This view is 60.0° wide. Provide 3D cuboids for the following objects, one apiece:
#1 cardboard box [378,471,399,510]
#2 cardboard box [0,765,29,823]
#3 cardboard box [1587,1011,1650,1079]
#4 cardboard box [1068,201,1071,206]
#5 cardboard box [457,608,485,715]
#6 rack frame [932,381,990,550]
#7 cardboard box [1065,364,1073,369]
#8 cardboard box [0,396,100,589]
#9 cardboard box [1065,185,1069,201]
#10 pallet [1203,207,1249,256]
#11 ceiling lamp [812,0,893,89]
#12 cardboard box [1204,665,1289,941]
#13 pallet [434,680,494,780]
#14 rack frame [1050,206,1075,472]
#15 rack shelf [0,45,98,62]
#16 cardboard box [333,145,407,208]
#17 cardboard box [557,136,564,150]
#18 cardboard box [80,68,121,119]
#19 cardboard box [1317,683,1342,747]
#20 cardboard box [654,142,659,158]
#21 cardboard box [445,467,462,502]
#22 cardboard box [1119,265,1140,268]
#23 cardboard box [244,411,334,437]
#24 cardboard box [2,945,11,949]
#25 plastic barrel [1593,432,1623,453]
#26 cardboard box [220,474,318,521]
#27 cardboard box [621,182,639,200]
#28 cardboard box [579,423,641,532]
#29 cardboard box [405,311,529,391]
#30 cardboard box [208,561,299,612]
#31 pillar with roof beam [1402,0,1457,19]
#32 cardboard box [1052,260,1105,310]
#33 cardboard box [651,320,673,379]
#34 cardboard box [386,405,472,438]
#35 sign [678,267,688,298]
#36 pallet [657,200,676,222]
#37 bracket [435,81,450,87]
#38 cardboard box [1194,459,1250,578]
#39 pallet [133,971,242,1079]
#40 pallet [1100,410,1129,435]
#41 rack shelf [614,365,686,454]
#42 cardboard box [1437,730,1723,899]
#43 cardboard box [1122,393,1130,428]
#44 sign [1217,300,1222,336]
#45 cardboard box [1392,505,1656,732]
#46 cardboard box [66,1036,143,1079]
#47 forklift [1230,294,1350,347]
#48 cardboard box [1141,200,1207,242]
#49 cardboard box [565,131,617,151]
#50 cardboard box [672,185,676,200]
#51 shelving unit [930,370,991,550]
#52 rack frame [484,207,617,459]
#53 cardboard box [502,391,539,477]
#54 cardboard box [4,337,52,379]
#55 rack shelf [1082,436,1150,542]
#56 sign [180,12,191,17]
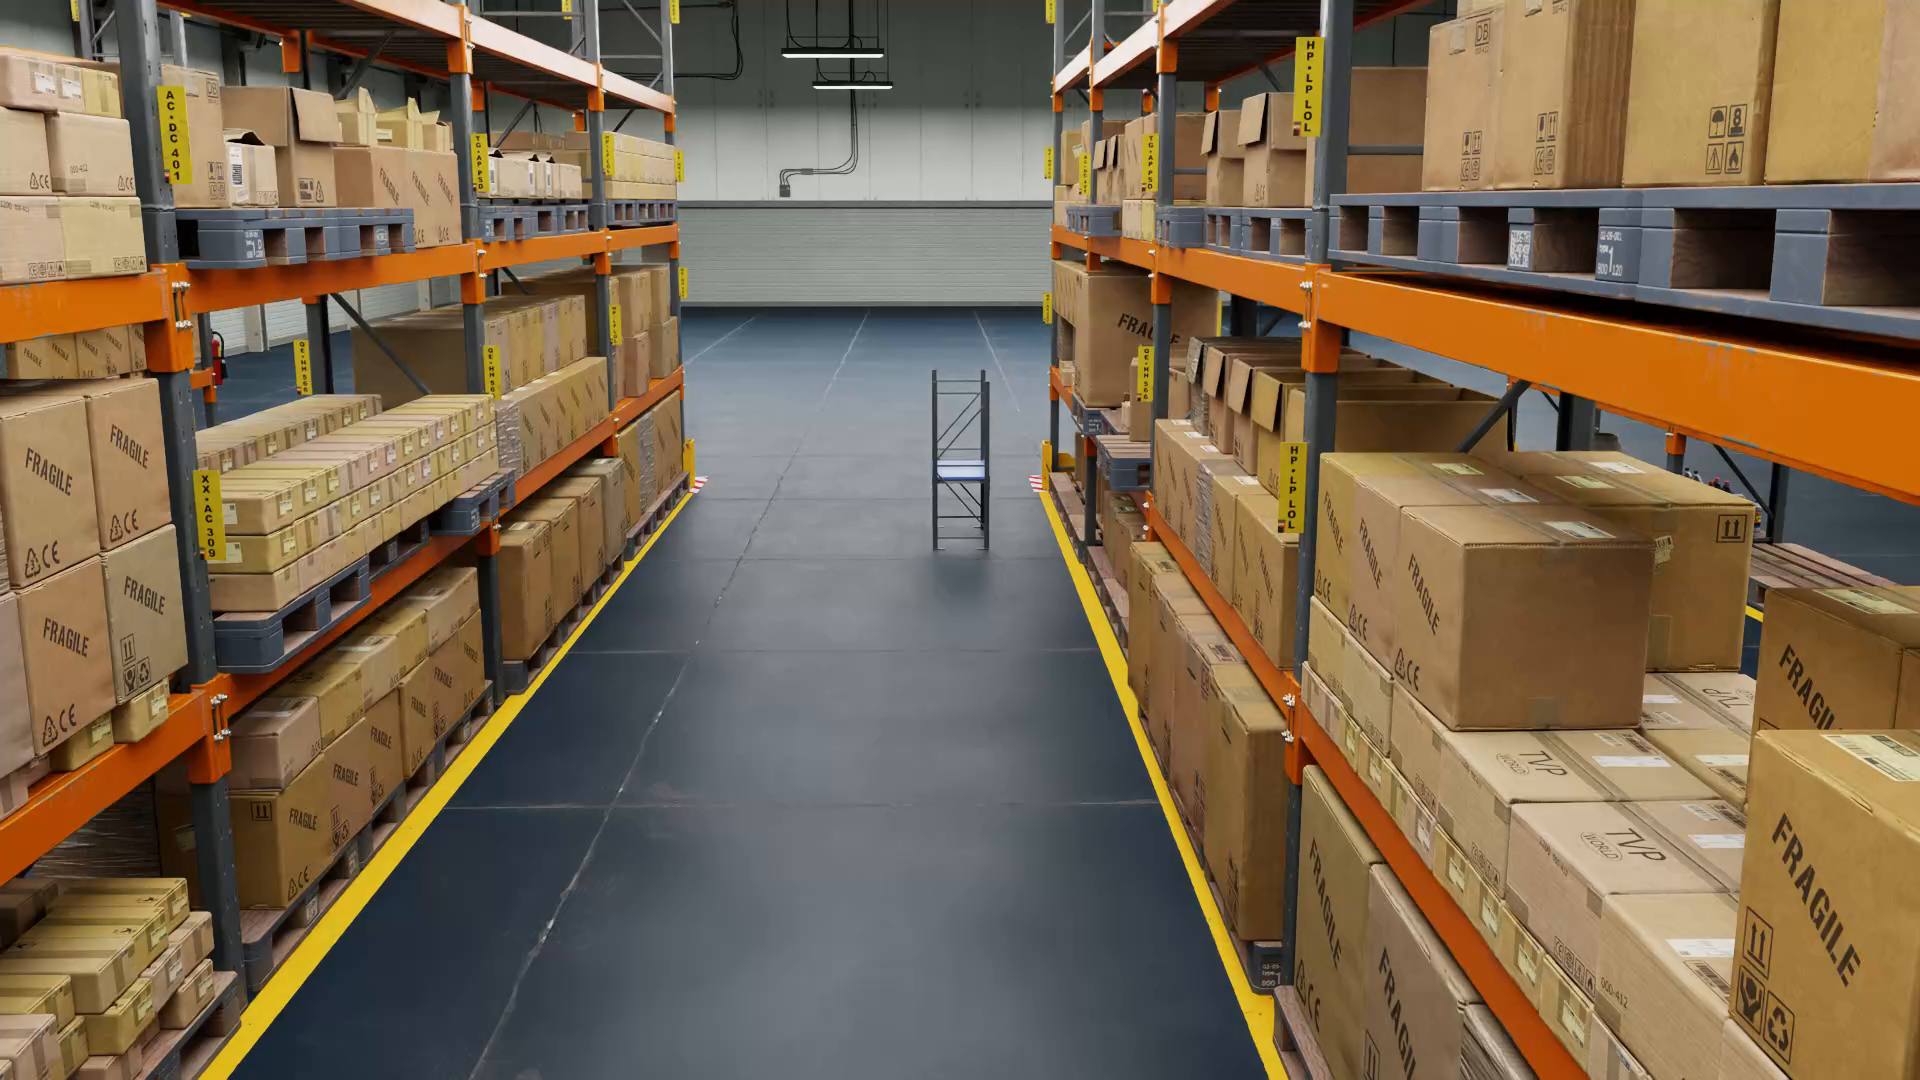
[{"bbox_3d":[-2.816,-0.230,7.664,0.380,0.149,0.250,0,11,-2],"label":"cardboard box"},{"bbox_3d":[-2.920,0.728,4.748,0.380,0.149,0.250,-1,11,-4],"label":"cardboard box"},{"bbox_3d":[1.456,1.037,3.226,0.380,0.149,0.250,0,11,0],"label":"cardboard box"},{"bbox_3d":[1.268,-3.041,15.528,0.500,0.250,0.500,0,11,1],"label":"cardboard box"},{"bbox_3d":[-3.043,0.694,9.517,0.500,0.500,0.500,0,11,-1],"label":"cardboard box"},{"bbox_3d":[0.009,-0.651,14.686,0.500,1.500,0.032,0,11,-1],"label":"rack frame"},{"bbox_3d":[1.245,-1.666,16.550,0.380,0.149,0.250,0,11,-1],"label":"cardboard box"},{"bbox_3d":[-2.940,-0.150,4.929,0.500,0.500,0.500,-1,11,-3],"label":"cardboard box"},{"bbox_3d":[1.224,-3.378,16.184,0.380,0.149,0.250,0,11,-1],"label":"cardboard box"},{"bbox_3d":[1.735,-1.483,7.946,1.003,0.211,1.213,0,11,1],"label":"pallet"},{"bbox_3d":[-2.683,-12.888,41.462,2.000,3.185,0.800,0,11,-1],"label":"ceiling lamp"},{"bbox_3d":[1.692,1.048,6.828,1.225,0.875,0.875,0,11,-1],"label":"cardboard box"},{"bbox_3d":[-3.304,1.067,9.461,1.003,0.211,1.213,0,11,-1],"label":"pallet"},{"bbox_3d":[1.477,-2.046,17.789,1.000,3.000,0.127,0,11,-1],"label":"rack frame"},{"bbox_3d":[-8.389,-4.193,15.104,1.077,0.370,4.000,0,11,-1],"label":"rack shelf"},{"bbox_3d":[-3.023,-1.663,8.107,0.500,0.500,0.500,0,11,-1],"label":"cardboard box"},{"bbox_3d":[-3.749,-3.516,14.809,0.380,0.149,0.250,0,11,-1],"label":"cardboard box"},{"bbox_3d":[-2.956,-1.436,5.356,0.380,0.149,0.250,-1,11,-4],"label":"cardboard box"},{"bbox_3d":[1.404,0.575,5.502,0.380,0.149,0.250,-1,11,-3],"label":"cardboard box"},{"bbox_3d":[-3.118,-3.771,16.066,0.380,0.149,0.250,0,11,-1],"label":"cardboard box"},{"bbox_3d":[-2.838,-0.292,8.719,0.380,0.149,0.250,0,11,-2],"label":"cardboard box"},{"bbox_3d":[1.762,-2.324,15.647,0.500,0.500,0.500,0,11,-1],"label":"cardboard box"},{"bbox_3d":[-3.489,-0.582,8.653,0.380,0.149,0.250,-1,11,-4],"label":"cardboard box"},{"bbox_3d":[-3.548,1.459,5.880,0.380,0.149,0.250,0,11,1],"label":"cardboard box"},{"bbox_3d":[6.530,-0.822,16.961,0.421,0.512,0.421,0,11,0],"label":"plastic barrel"},{"bbox_3d":[-2.796,-0.170,6.622,0.380,0.149,0.250,0,11,0],"label":"cardboard box"},{"bbox_3d":[-3.092,-3.128,14.904,0.380,0.149,0.250,0,11,-2],"label":"cardboard box"},{"bbox_3d":[-3.344,-0.540,14.656,0.875,0.875,0.875,0,11,0],"label":"cardboard box"},{"bbox_3d":[-3.342,-1.286,11.278,0.700,0.500,0.500,0,11,-2],"label":"cardboard box"},{"bbox_3d":[-2.784,0.177,6.408,0.380,0.149,0.250,-1,11,-4],"label":"cardboard box"},{"bbox_3d":[12.289,-10.857,46.133,9.100,9.000,0.548,0,11,-1],"label":"pillar with roof beam"},{"bbox_3d":[1.216,-2.620,17.106,0.500,0.500,0.500,0,11,-1],"label":"cardboard box"},{"bbox_3d":[-3.398,-1.936,16.872,0.875,0.550,0.550,0,11,-1],"label":"cardboard box"},{"bbox_3d":[-2.842,-0.632,8.900,0.380,0.149,0.250,0,11,1],"label":"cardboard box"},{"bbox_3d":[-2.941,-2.728,17.647,0.100,0.325,0.005,0,11,-1],"label":"sign"},{"bbox_3d":[-3.458,-3.325,16.772,1.003,0.211,1.213,0,11,-1],"label":"pallet"},{"bbox_3d":[-14.590,-12.947,47.382,0.076,0.066,3.189,0,11,-1],"label":"bracket"},{"bbox_3d":[1.416,-0.103,7.962,0.500,0.500,0.500,0,11,-1],"label":"cardboard box"},{"bbox_3d":[-3.186,1.840,5.650,1.003,0.211,1.213,0,11,-1],"label":"pallet"},{"bbox_3d":[1.561,-0.755,11.909,1.003,0.211,1.213,0,11,-1],"label":"pallet"},{"bbox_3d":[-3.442,-1.295,15.900,1.077,0.370,4.000,0,11,-1],"label":"rack shelf"},{"bbox_3d":[1.497,0.662,4.073,0.500,0.250,0.500,0,11,-1],"label":"cardboard box"},{"bbox_3d":[1.338,-0.926,11.551,0.396,0.266,0.258,-1,11,-3],"label":"cardboard box"},{"bbox_3d":[2.115,-1.821,13.770,0.100,0.325,0.005,0,11,-1],"label":"sign"},{"bbox_3d":[1.497,0.197,4.475,0.500,0.500,0.500,-1,11,-3],"label":"cardboard box"},{"bbox_3d":[-2.895,1.712,5.380,0.380,0.149,0.250,-1,11,-3],"label":"cardboard box"},{"bbox_3d":[3.032,-1.476,15.156,1.130,2.935,3.031,0,11,1],"label":"forklift"},{"bbox_3d":[1.388,-1.945,10.128,0.500,0.250,0.500,0,11,-1],"label":"cardboard box"},{"bbox_3d":[-3.069,-3.317,13.828,0.380,0.149,0.250,0,11,-1],"label":"cardboard box"},{"bbox_3d":[-3.138,-3.582,17.144,0.380,0.149,0.250,0,11,-1],"label":"cardboard box"},{"bbox_3d":[-0.002,-0.752,15.184,0.538,1.500,1.048,0,11,-1],"label":"shelving unit"},{"bbox_3d":[-3.401,-1.250,13.869,1.000,3.000,0.127,0,11,-1],"label":"rack frame"},{"bbox_3d":[-3.071,-0.696,10.883,0.500,0.500,0.500,0,11,-2],"label":"cardboard box"},{"bbox_3d":[-8.078,-1.493,14.067,0.500,0.500,0.500,0,11,-1],"label":"cardboard box"},{"bbox_3d":[1.601,-0.500,11.982,1.077,0.370,4.000,0,11,-1],"label":"rack shelf"},{"bbox_3d":[-7.875,-5.479,16.875,0.100,0.325,0.005,0,11,-1],"label":"sign"}]
